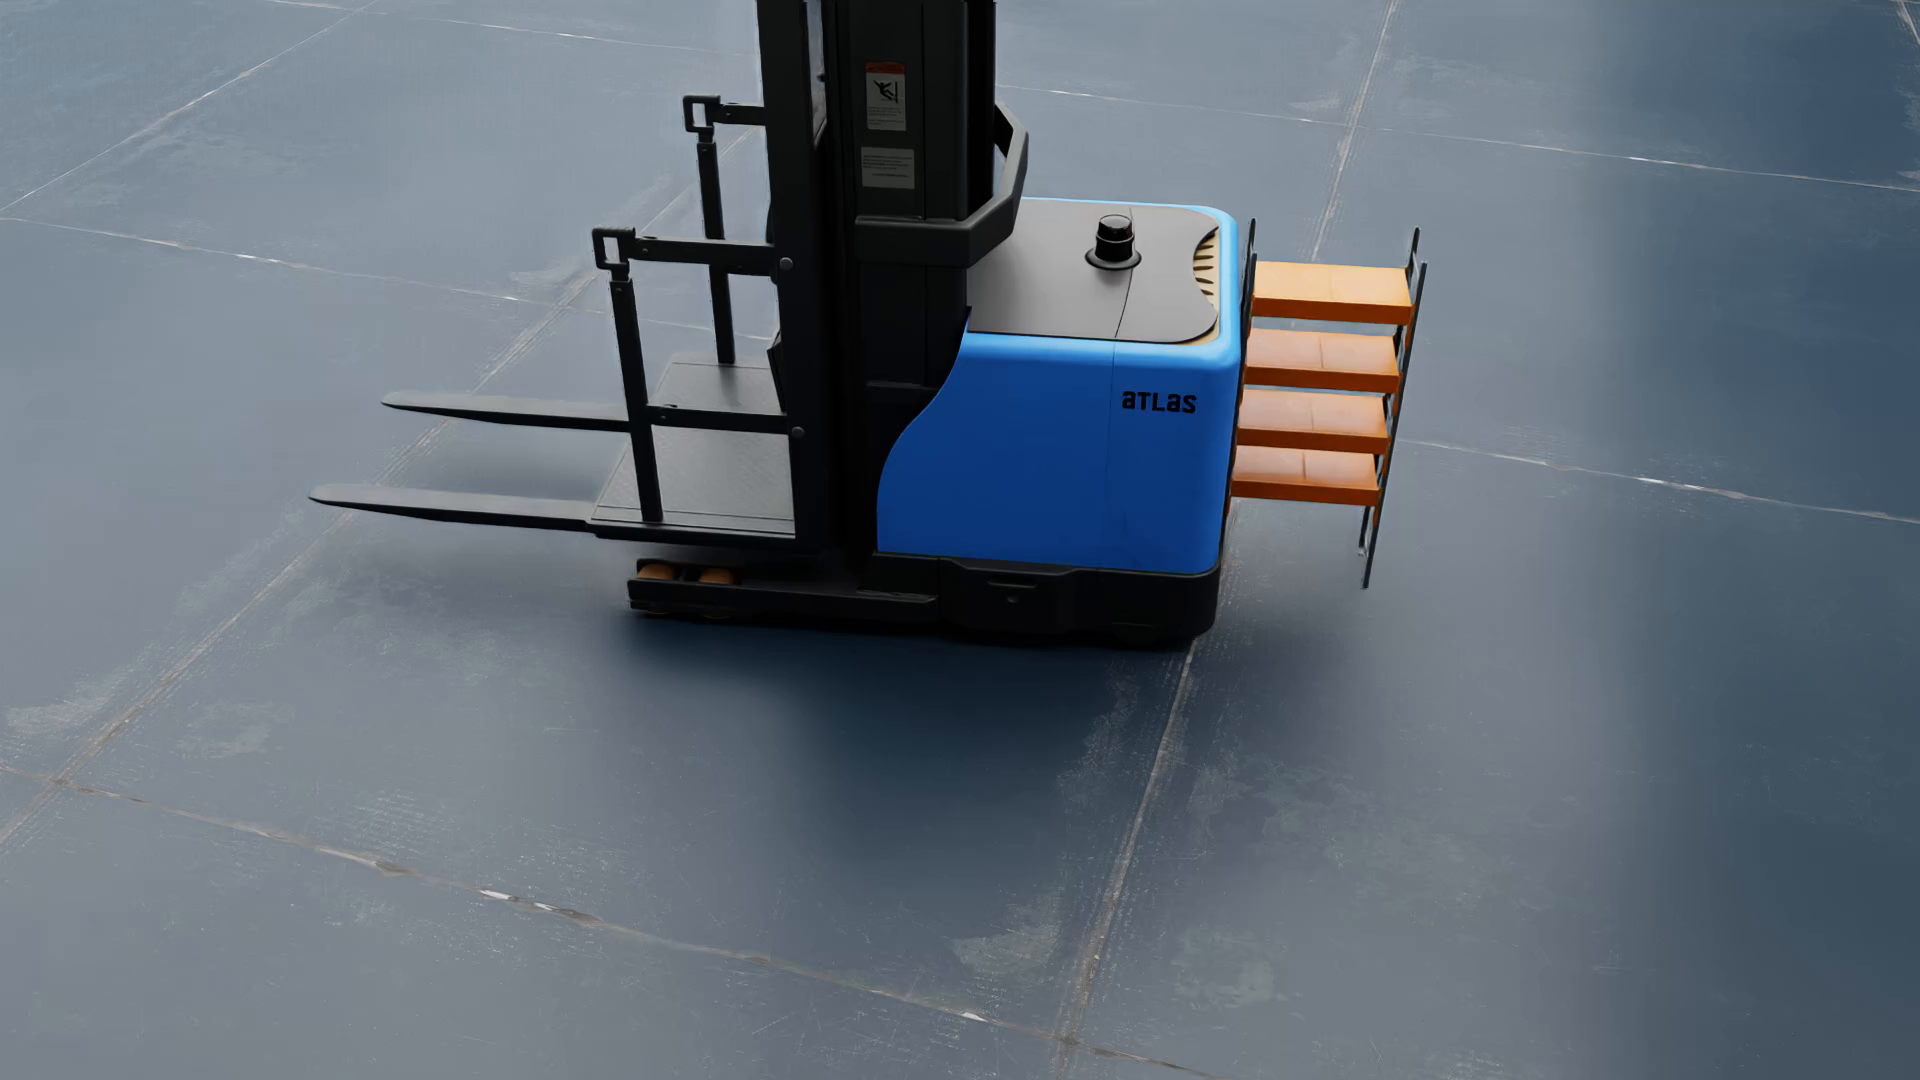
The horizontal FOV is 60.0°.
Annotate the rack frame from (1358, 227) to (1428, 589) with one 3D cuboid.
[{"bbox_3d":[1.362,-0.390,5.268,0.015,1.200,0.240,4,37,6],"label":"rack frame"}]

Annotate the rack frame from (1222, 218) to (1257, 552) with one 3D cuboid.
[{"bbox_3d":[0.877,-0.426,5.316,0.015,1.200,0.240,4,37,6],"label":"rack frame"}]

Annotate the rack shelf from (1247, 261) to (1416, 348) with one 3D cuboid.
[{"bbox_3d":[1.120,-0.724,5.059,0.480,0.148,0.258,4,37,6],"label":"rack shelf"}]

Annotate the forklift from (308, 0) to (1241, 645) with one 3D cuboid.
[{"bbox_3d":[-0.642,-1.228,4.946,3.031,2.935,1.130,4,37,6],"label":"forklift"}]

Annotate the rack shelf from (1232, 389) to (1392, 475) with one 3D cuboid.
[{"bbox_3d":[1.120,-0.354,5.332,0.480,0.148,0.258,4,37,6],"label":"rack shelf"}]

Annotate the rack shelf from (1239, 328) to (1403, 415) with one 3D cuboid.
[{"bbox_3d":[1.120,-0.534,5.199,0.480,0.148,0.258,4,37,6],"label":"rack shelf"}]

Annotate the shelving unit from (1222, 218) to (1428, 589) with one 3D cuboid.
[{"bbox_3d":[1.120,-0.408,5.292,0.503,1.200,0.258,4,37,6],"label":"shelving unit"}]

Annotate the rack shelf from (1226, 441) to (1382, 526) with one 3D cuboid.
[{"bbox_3d":[1.120,-0.194,5.450,0.480,0.148,0.258,4,37,6],"label":"rack shelf"}]
